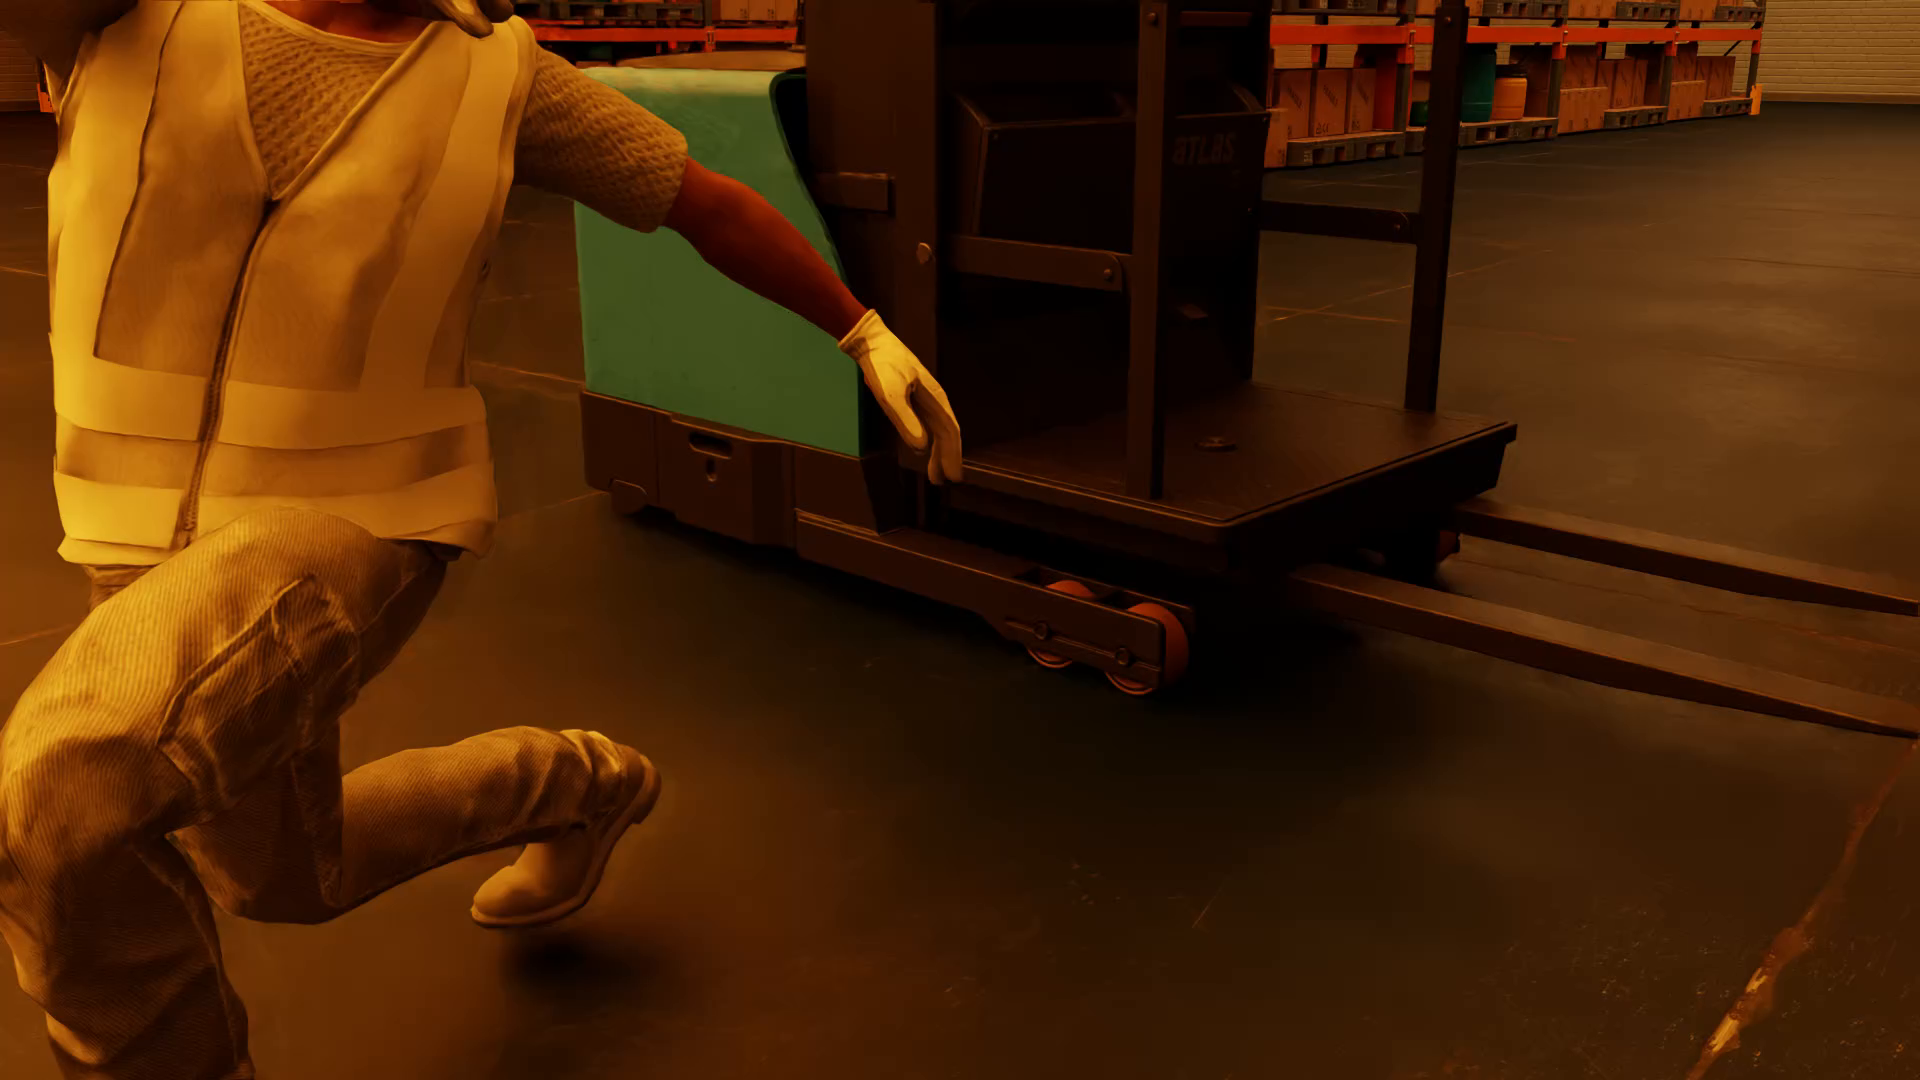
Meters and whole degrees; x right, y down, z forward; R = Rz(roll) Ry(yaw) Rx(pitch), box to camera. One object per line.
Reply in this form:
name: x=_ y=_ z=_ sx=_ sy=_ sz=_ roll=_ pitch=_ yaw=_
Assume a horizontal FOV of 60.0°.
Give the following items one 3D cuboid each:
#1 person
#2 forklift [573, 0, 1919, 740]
person: x=-0.477 y=-0.078 z=1.648 sx=0.857 sy=1.501 sz=0.995 roll=3 pitch=17 yaw=9
forklift: x=0.473 y=-1.291 z=3.149 sx=3.031 sy=2.935 sz=1.130 roll=15 pitch=23 yaw=41
